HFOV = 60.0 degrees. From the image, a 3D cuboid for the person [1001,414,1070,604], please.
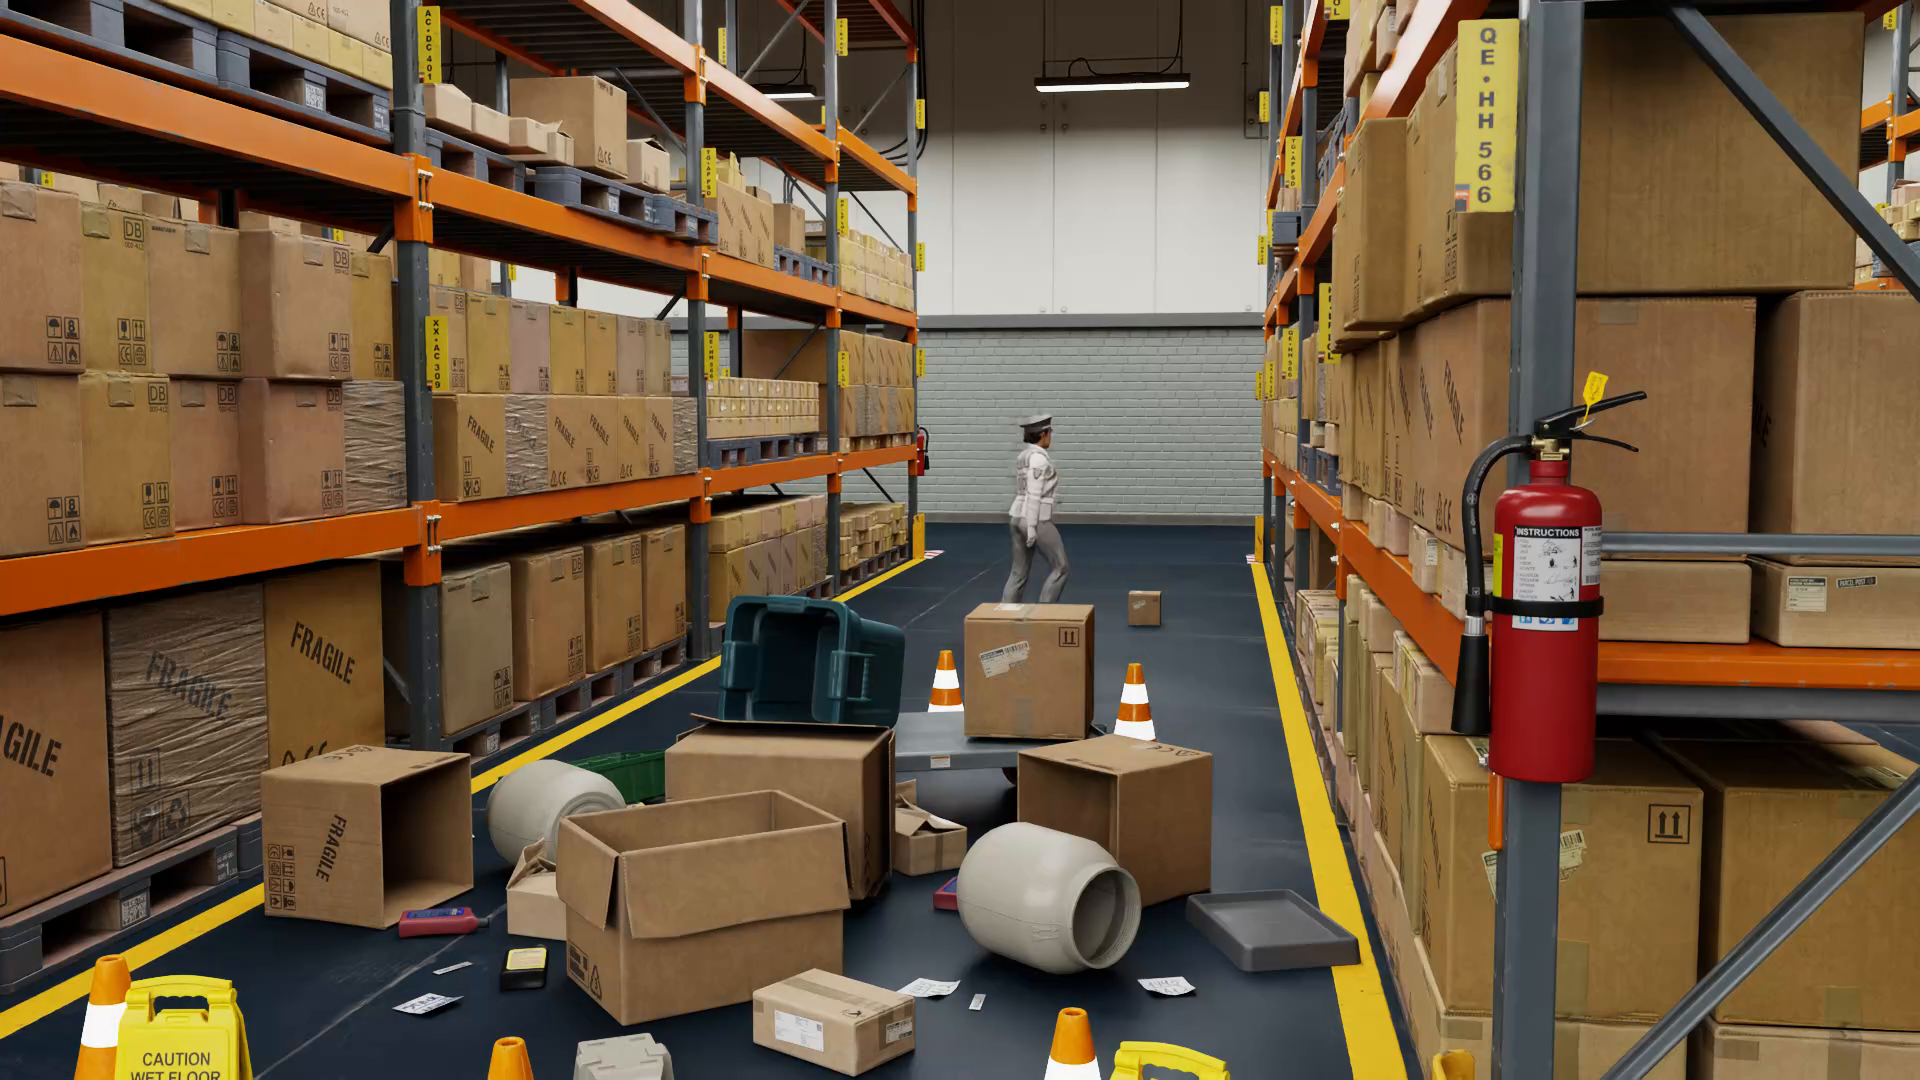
[{"bbox_3d":[0.523,-0.097,12.425,0.515,1.690,0.509,-2,5,-21],"label":"person"}]
